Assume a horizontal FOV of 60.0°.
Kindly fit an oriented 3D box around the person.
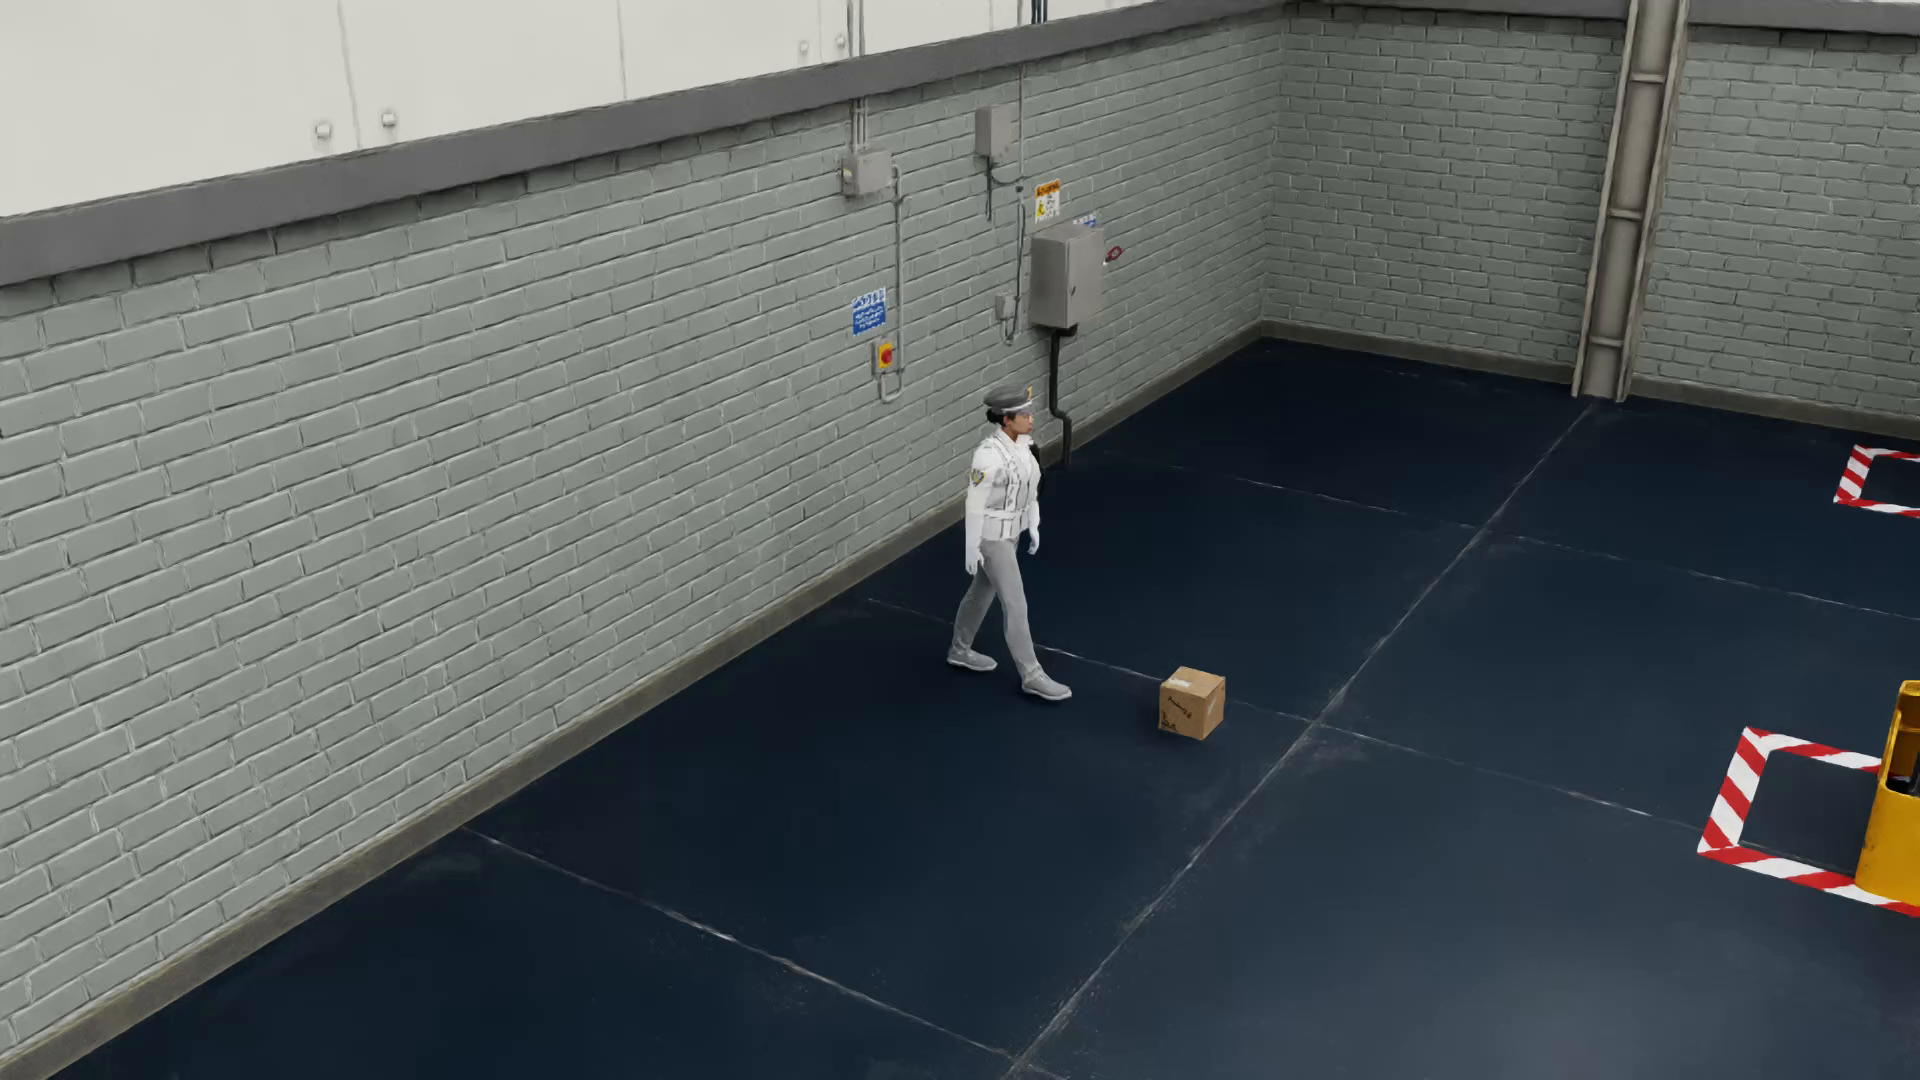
[{"bbox_3d":[0.287,-0.027,8.619,0.786,1.635,0.502,11,25,23],"label":"person"}]
